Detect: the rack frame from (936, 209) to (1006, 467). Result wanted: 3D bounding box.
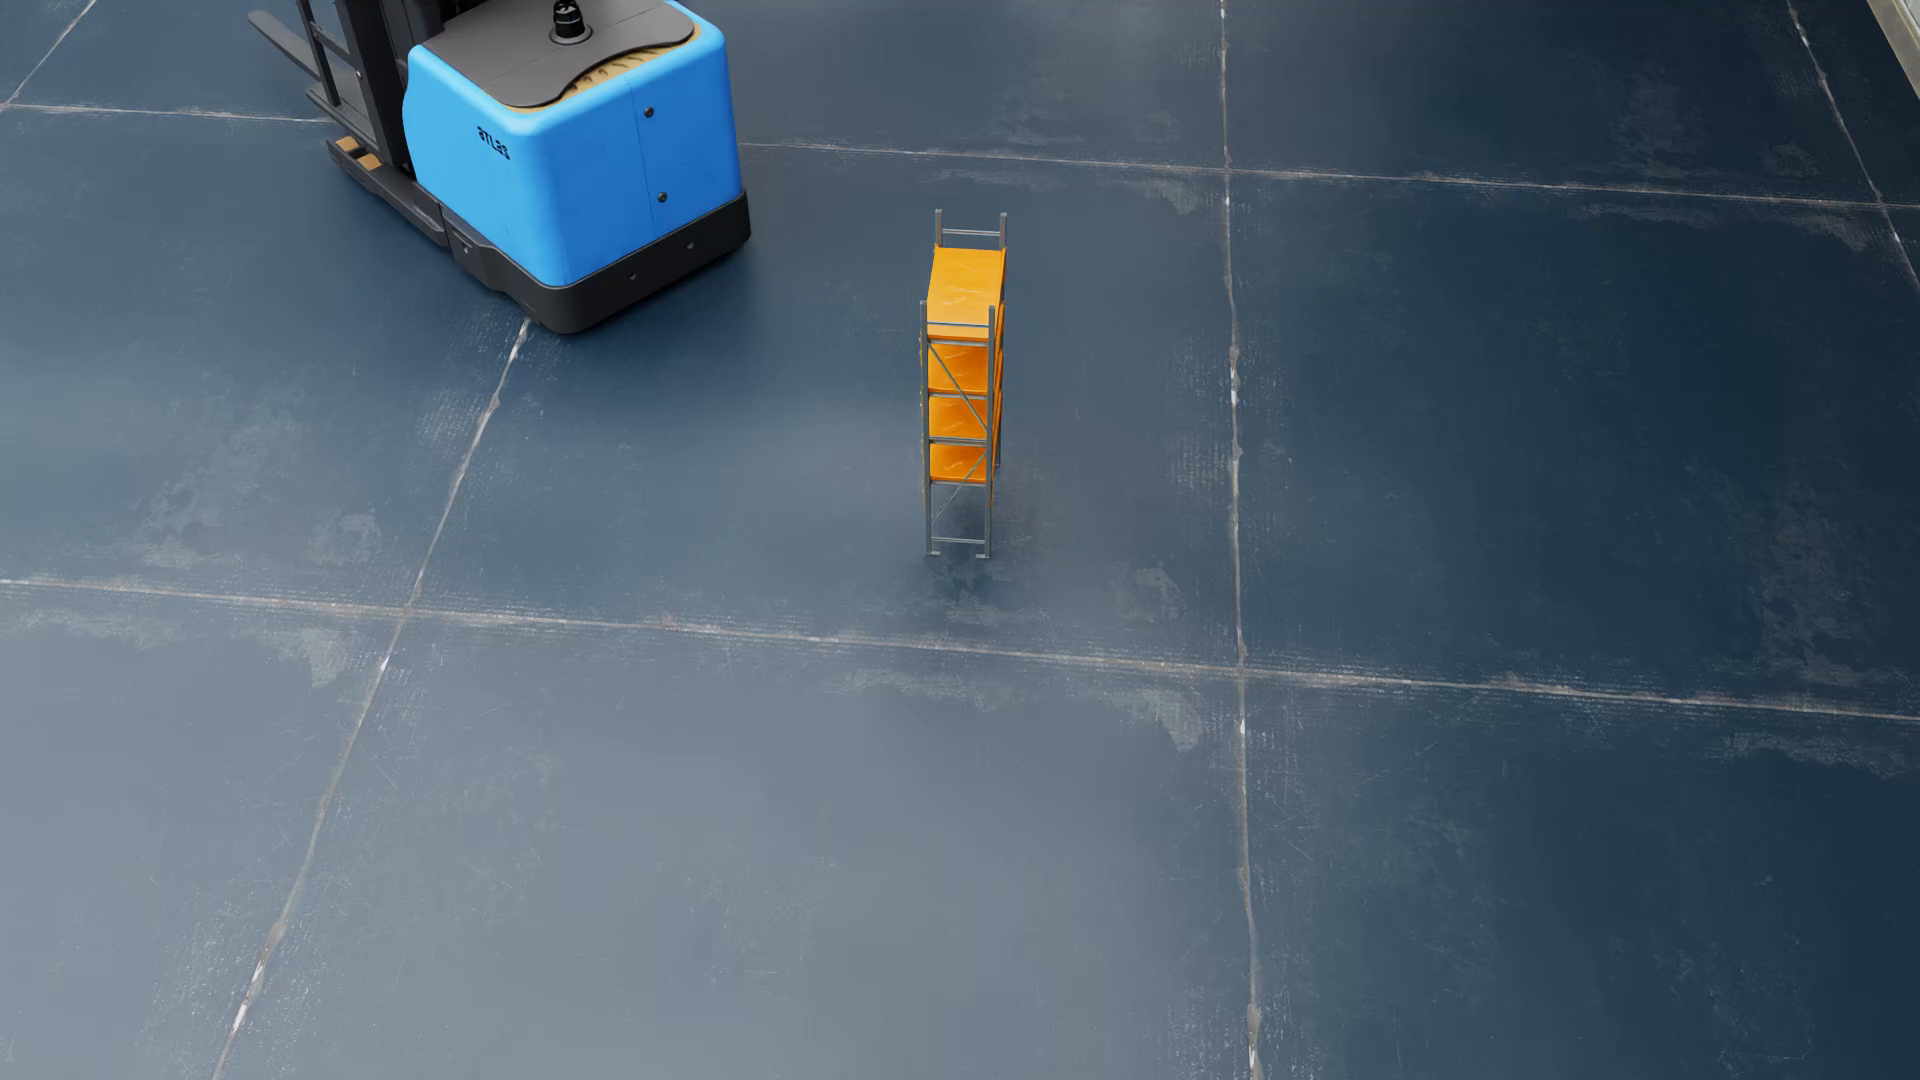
[{"bbox_3d":[0.037,-0.706,6.083,0.240,1.200,0.015,4,48,4],"label":"rack frame"}]

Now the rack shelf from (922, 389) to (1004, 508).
[{"bbox_3d":[0.015,-0.347,6.115,0.258,0.148,0.480,4,48,4],"label":"rack shelf"}]

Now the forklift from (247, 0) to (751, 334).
[{"bbox_3d":[-2.308,-2.845,6.866,1.130,2.935,3.031,-35,56,-28],"label":"forklift"}]

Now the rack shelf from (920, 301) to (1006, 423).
[{"bbox_3d":[0.015,-0.632,5.803,0.258,0.148,0.480,4,48,4],"label":"rack shelf"}]

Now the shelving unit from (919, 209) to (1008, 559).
[{"bbox_3d":[0.015,-0.527,5.919,0.258,1.200,0.503,4,48,4],"label":"shelving unit"}]

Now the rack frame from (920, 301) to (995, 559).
[{"bbox_3d":[-0.007,-0.347,5.755,0.240,1.200,0.015,4,48,4],"label":"rack frame"}]

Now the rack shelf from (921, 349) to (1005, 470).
[{"bbox_3d":[0.015,-0.481,5.968,0.258,0.148,0.480,4,48,4],"label":"rack shelf"}]

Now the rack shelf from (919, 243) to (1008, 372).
[{"bbox_3d":[0.015,-0.792,5.629,0.258,0.148,0.480,4,48,4],"label":"rack shelf"}]
